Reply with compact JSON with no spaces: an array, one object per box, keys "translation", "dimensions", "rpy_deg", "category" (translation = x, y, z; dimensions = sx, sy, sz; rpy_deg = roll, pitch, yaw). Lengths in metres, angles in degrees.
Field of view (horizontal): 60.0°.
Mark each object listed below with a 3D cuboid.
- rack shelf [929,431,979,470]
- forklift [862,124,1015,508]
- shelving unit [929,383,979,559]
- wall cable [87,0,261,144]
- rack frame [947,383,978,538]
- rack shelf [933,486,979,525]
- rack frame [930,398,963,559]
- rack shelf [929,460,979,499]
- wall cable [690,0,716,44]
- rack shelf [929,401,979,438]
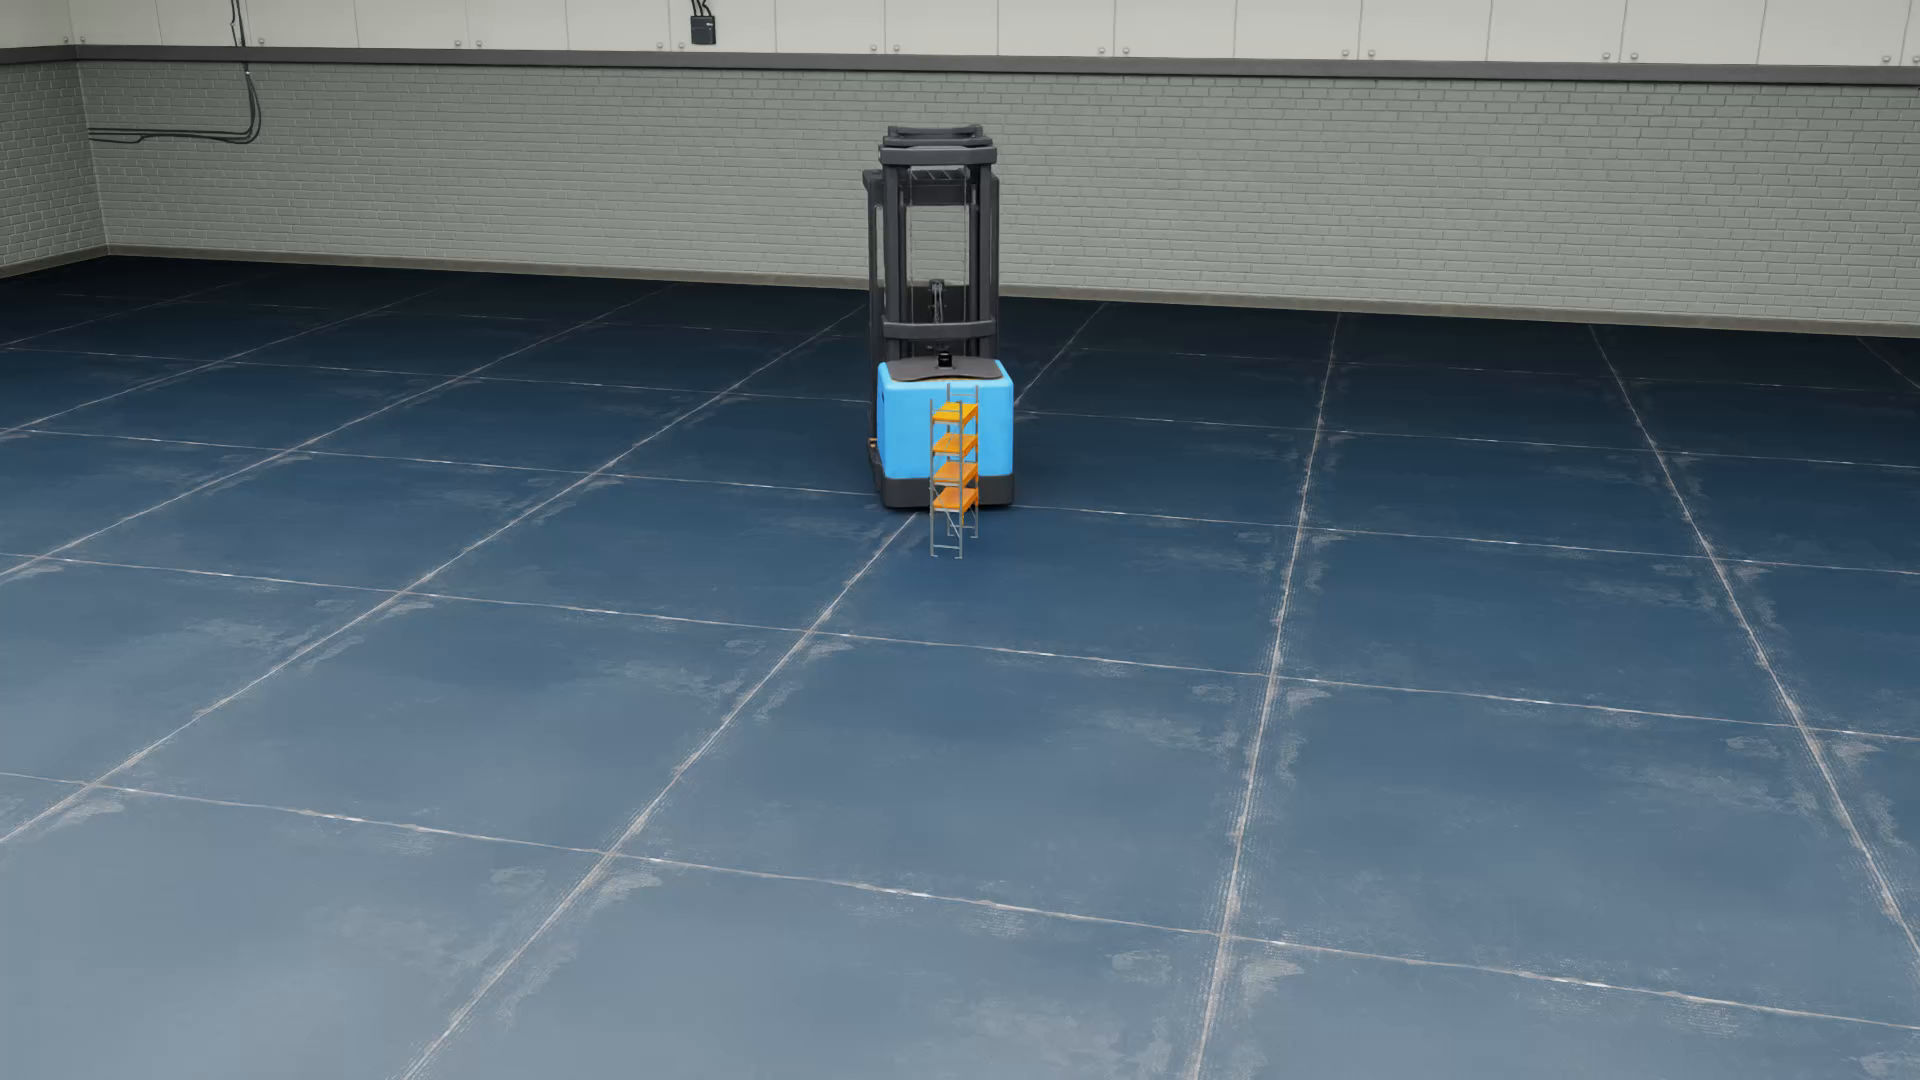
[{"translation":[-0.040,-0.664,12.291],"dimensions":[0.258,0.148,0.480],"rpy_deg":[5,19,13],"category":"rack shelf"},{"translation":[-0.247,-2.076,14.232],"dimensions":[1.130,2.935,3.031],"rpy_deg":[-2,19,-6],"category":"forklift"},{"translation":[-0.040,-0.516,12.342],"dimensions":[0.258,1.200,0.503],"rpy_deg":[5,19,13],"category":"shelving unit"},{"translation":[-11.645,-7.037,24.172],"dimensions":[3.097,2.526,0.112],"rpy_deg":[5,19,13],"category":"wall cable"},{"translation":[0.019,-0.592,12.566],"dimensions":[0.240,1.200,0.015],"rpy_deg":[5,19,13],"category":"rack frame"},{"translation":[-0.040,-0.264,12.428],"dimensions":[0.258,0.148,0.480],"rpy_deg":[5,19,13],"category":"rack shelf"},{"translation":[-0.100,-0.439,12.118],"dimensions":[0.240,1.200,0.015],"rpy_deg":[5,19,13],"category":"rack frame"},{"translation":[-0.040,-0.452,12.363],"dimensions":[0.258,0.148,0.480],"rpy_deg":[5,19,13],"category":"rack shelf"},{"translation":[-2.443,-9.361,20.911],"dimensions":[2.305,6.003,0.169],"rpy_deg":[5,19,13],"category":"wall cable"},{"translation":[-0.040,-0.888,12.215],"dimensions":[0.258,0.148,0.480],"rpy_deg":[5,19,13],"category":"rack shelf"}]
